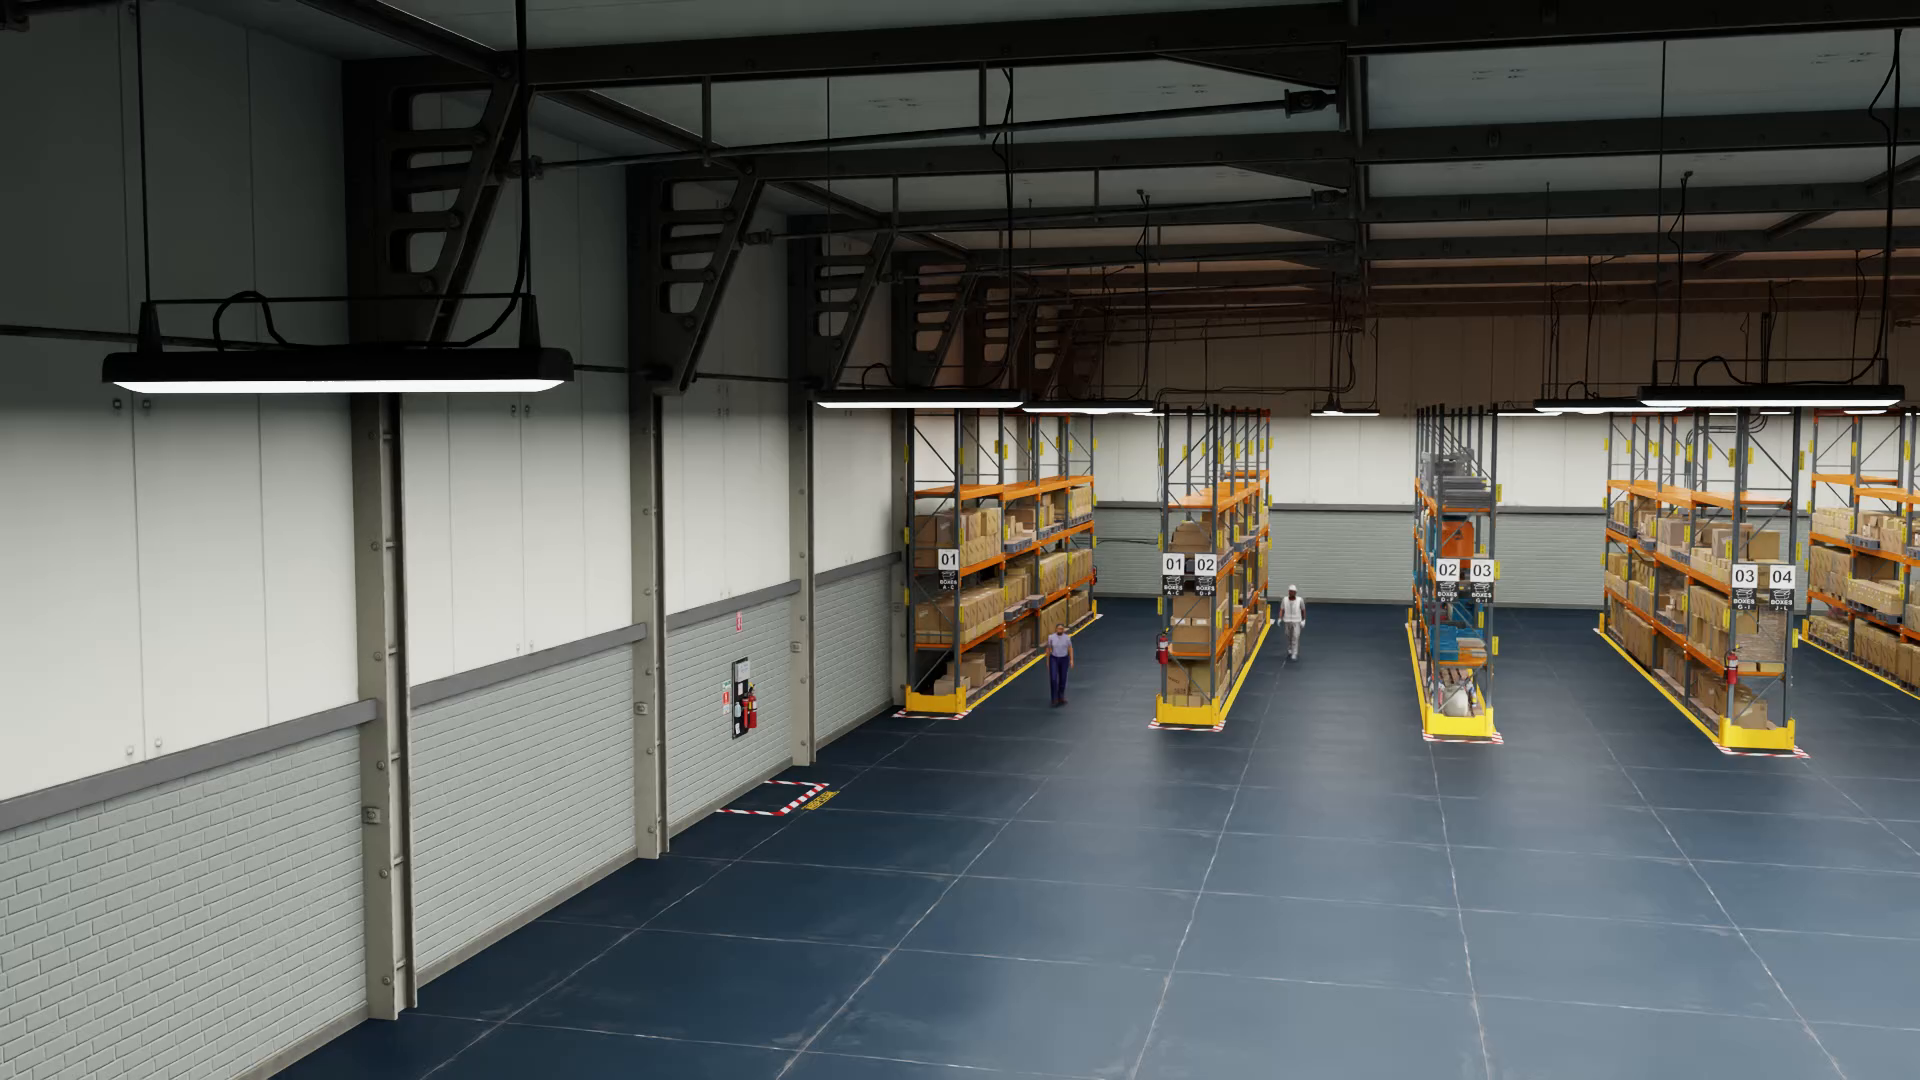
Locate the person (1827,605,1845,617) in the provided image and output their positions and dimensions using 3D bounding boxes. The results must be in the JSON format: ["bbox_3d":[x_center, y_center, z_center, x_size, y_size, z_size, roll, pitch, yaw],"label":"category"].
[{"bbox_3d":[23.781,1.621,45.032,0.972,1.633,0.440,0,4,3],"label":"person"}]

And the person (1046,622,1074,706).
[{"bbox_3d":[2.003,2.493,33.417,0.527,1.710,0.505,-1,4,-7],"label":"person"}]

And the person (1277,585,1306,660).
[{"bbox_3d":[7.916,1.948,39.707,0.635,1.722,1.069,1,4,17],"label":"person"}]
